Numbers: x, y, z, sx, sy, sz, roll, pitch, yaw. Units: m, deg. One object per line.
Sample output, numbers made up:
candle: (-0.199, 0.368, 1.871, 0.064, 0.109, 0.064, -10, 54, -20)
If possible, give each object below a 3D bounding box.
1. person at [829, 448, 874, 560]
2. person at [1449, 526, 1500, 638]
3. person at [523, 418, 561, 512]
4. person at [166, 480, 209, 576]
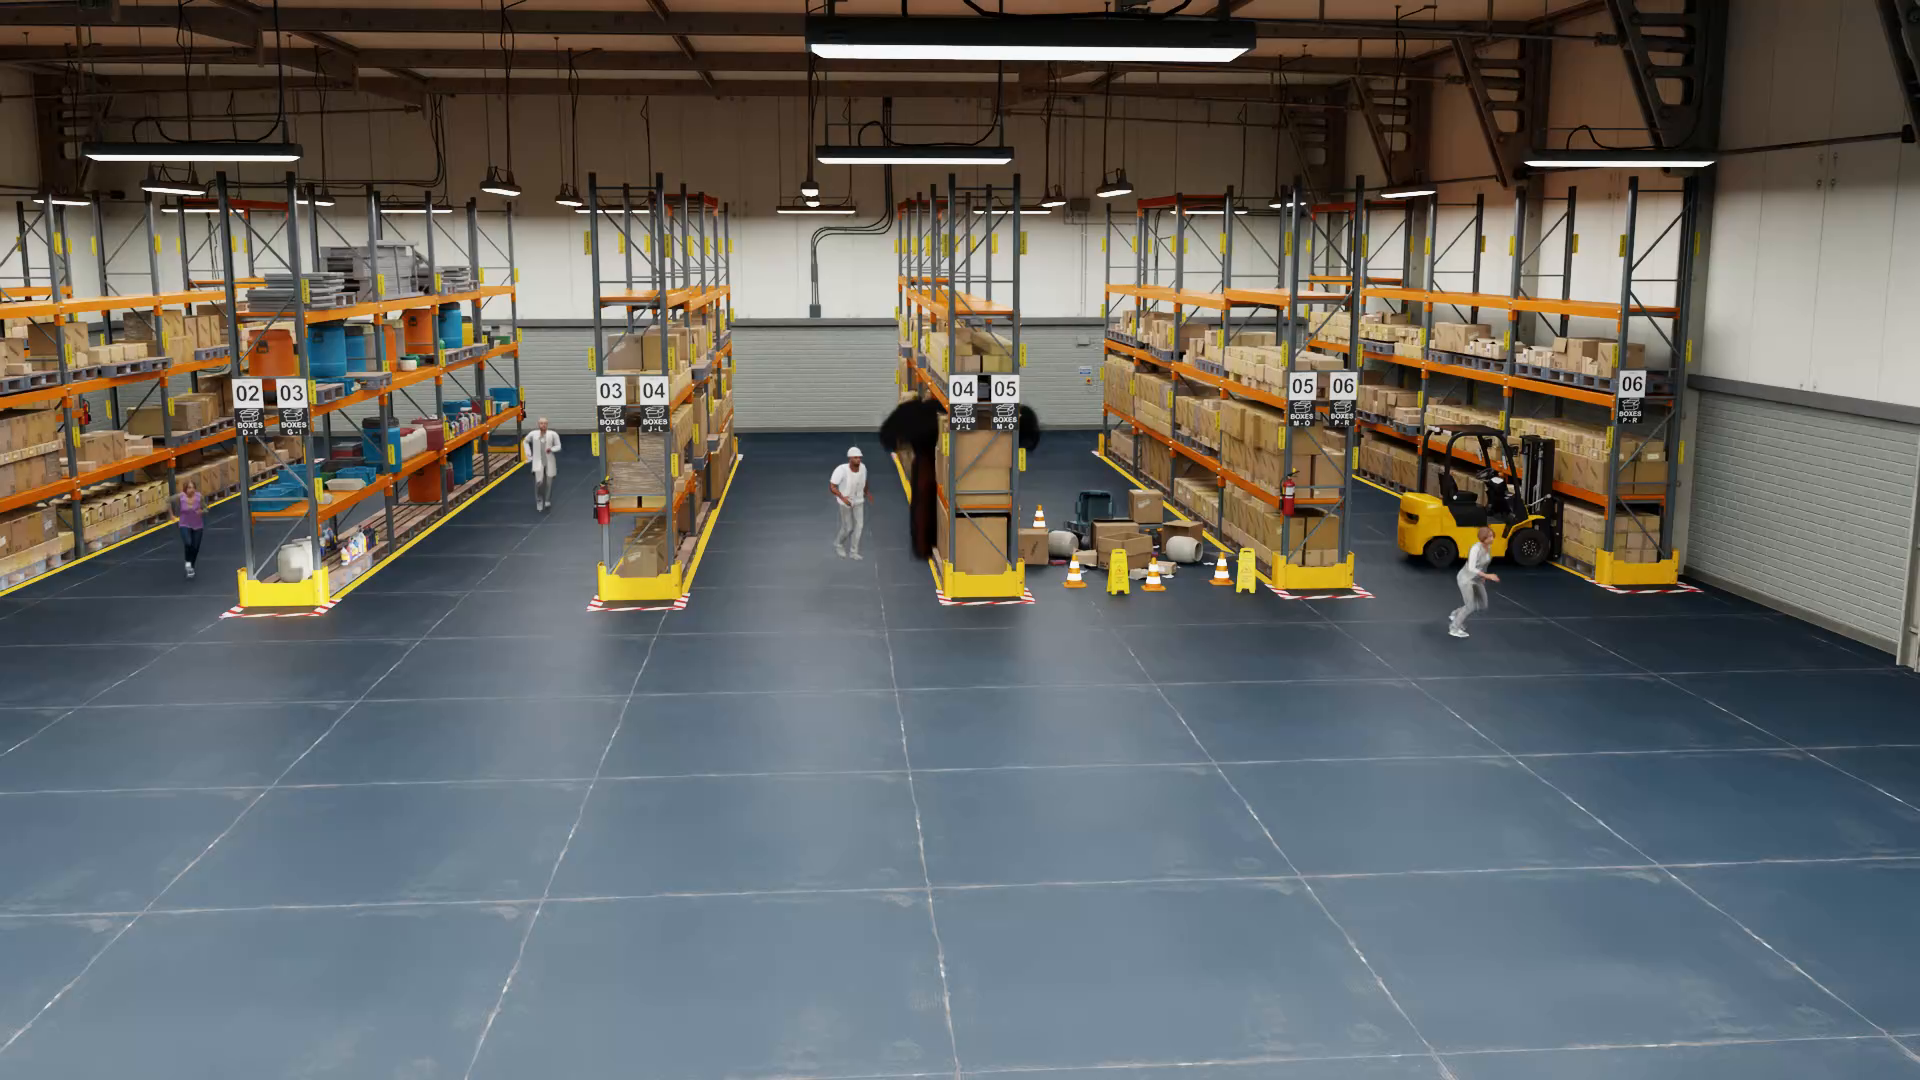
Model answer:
person: (-1.700, -0.555, 25.362, 0.702, 1.753, 0.717, -6, 12, -31)
person: (6.616, 0.542, 21.353, 0.524, 1.492, 0.693, -9, 14, -43)
person: (-7.965, -1.479, 31.781, 0.695, 1.718, 0.748, -3, 10, -17)
person: (-11.688, -0.169, 25.225, 0.543, 1.515, 0.783, -7, 12, -34)
